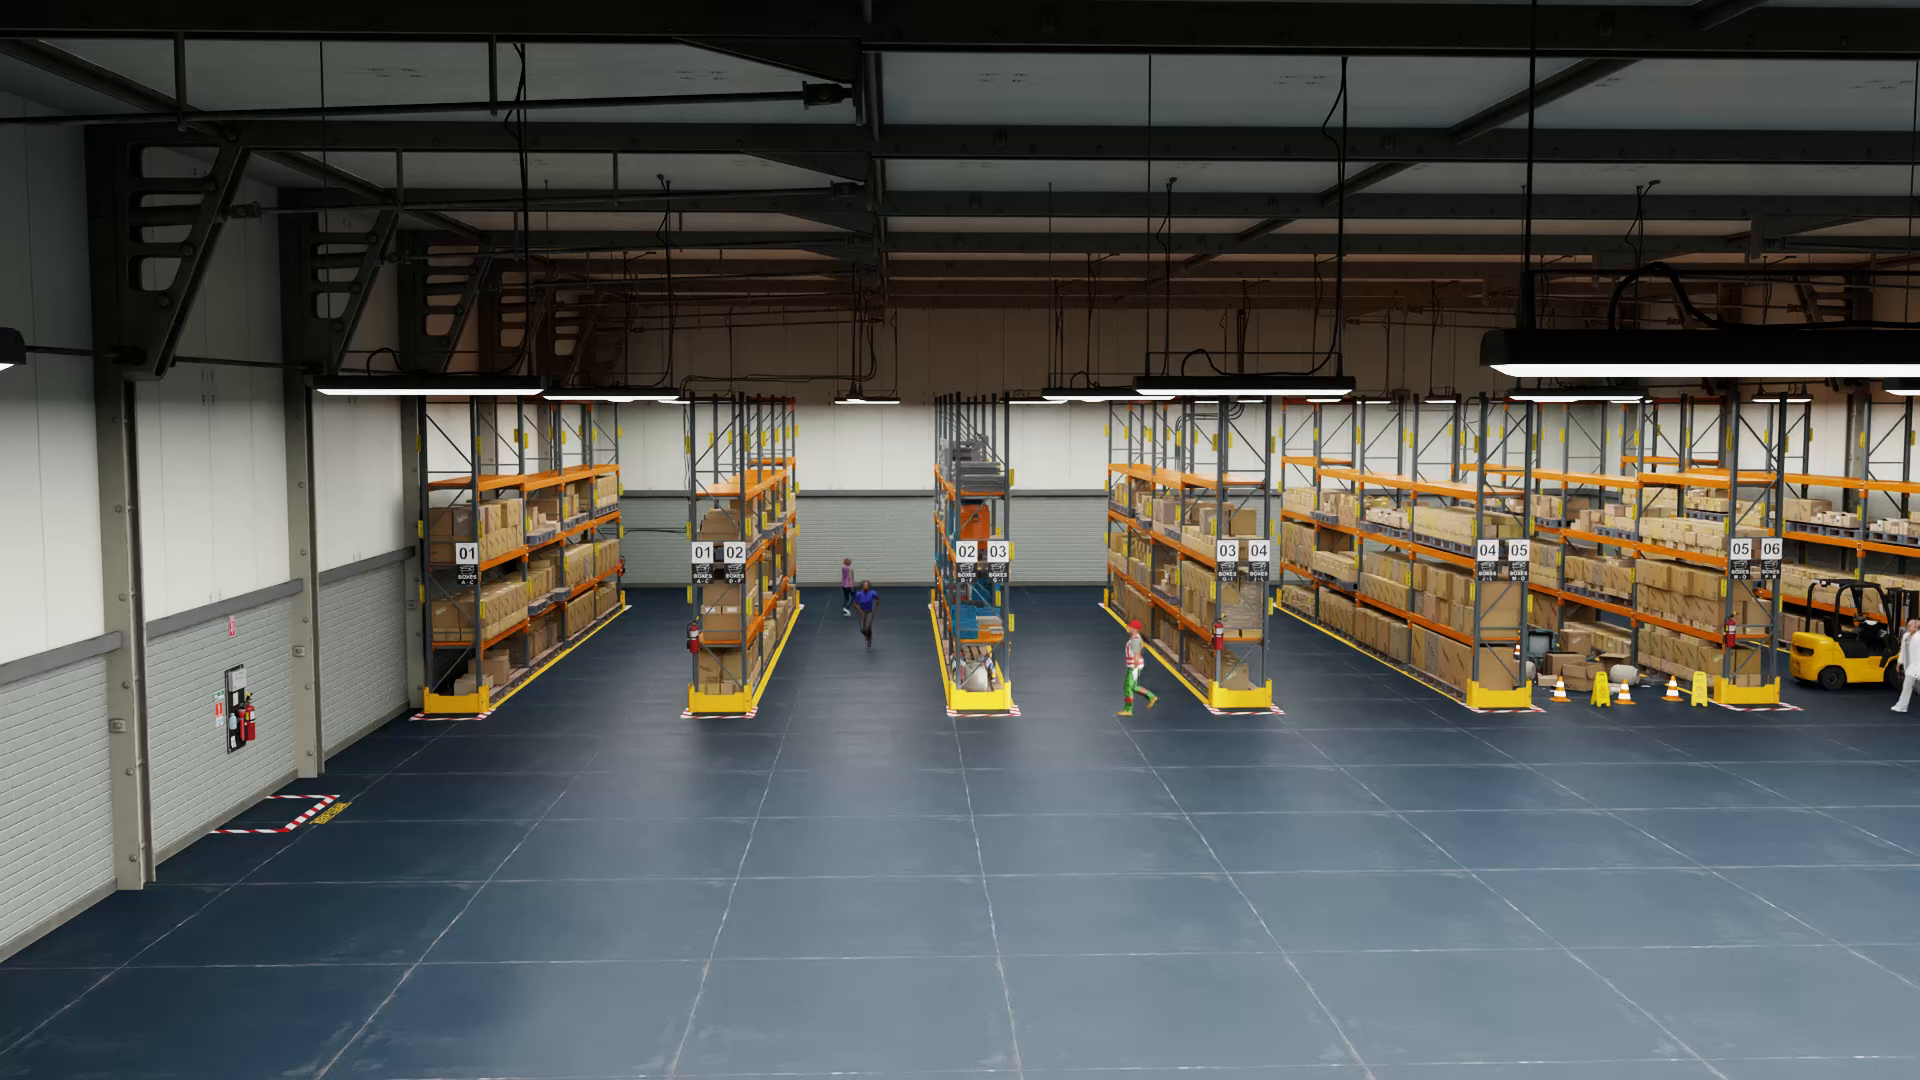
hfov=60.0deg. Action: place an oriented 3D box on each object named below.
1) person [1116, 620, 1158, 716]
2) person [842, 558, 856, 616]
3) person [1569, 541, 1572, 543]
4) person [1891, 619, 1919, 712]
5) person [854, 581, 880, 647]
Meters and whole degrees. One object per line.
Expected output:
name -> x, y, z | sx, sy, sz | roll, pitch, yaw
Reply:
person -> 3.289, 2.362, 30.809 | 0.823, 1.770, 0.551 | 0, 5, -6
person -> -3.083, 1.283, 45.477 | 0.415, 1.598, 0.448 | -4, 6, -41
person -> 18.420, 0.848, 50.427 | 0.534, 1.634, 1.005 | 1, 5, 8
person -> 17.933, 2.349, 31.216 | 1.112, 1.736, 0.623 | -1, 5, -12
person -> -2.157, 1.717, 38.609 | 0.561, 1.564, 0.740 | 1, 5, 10
